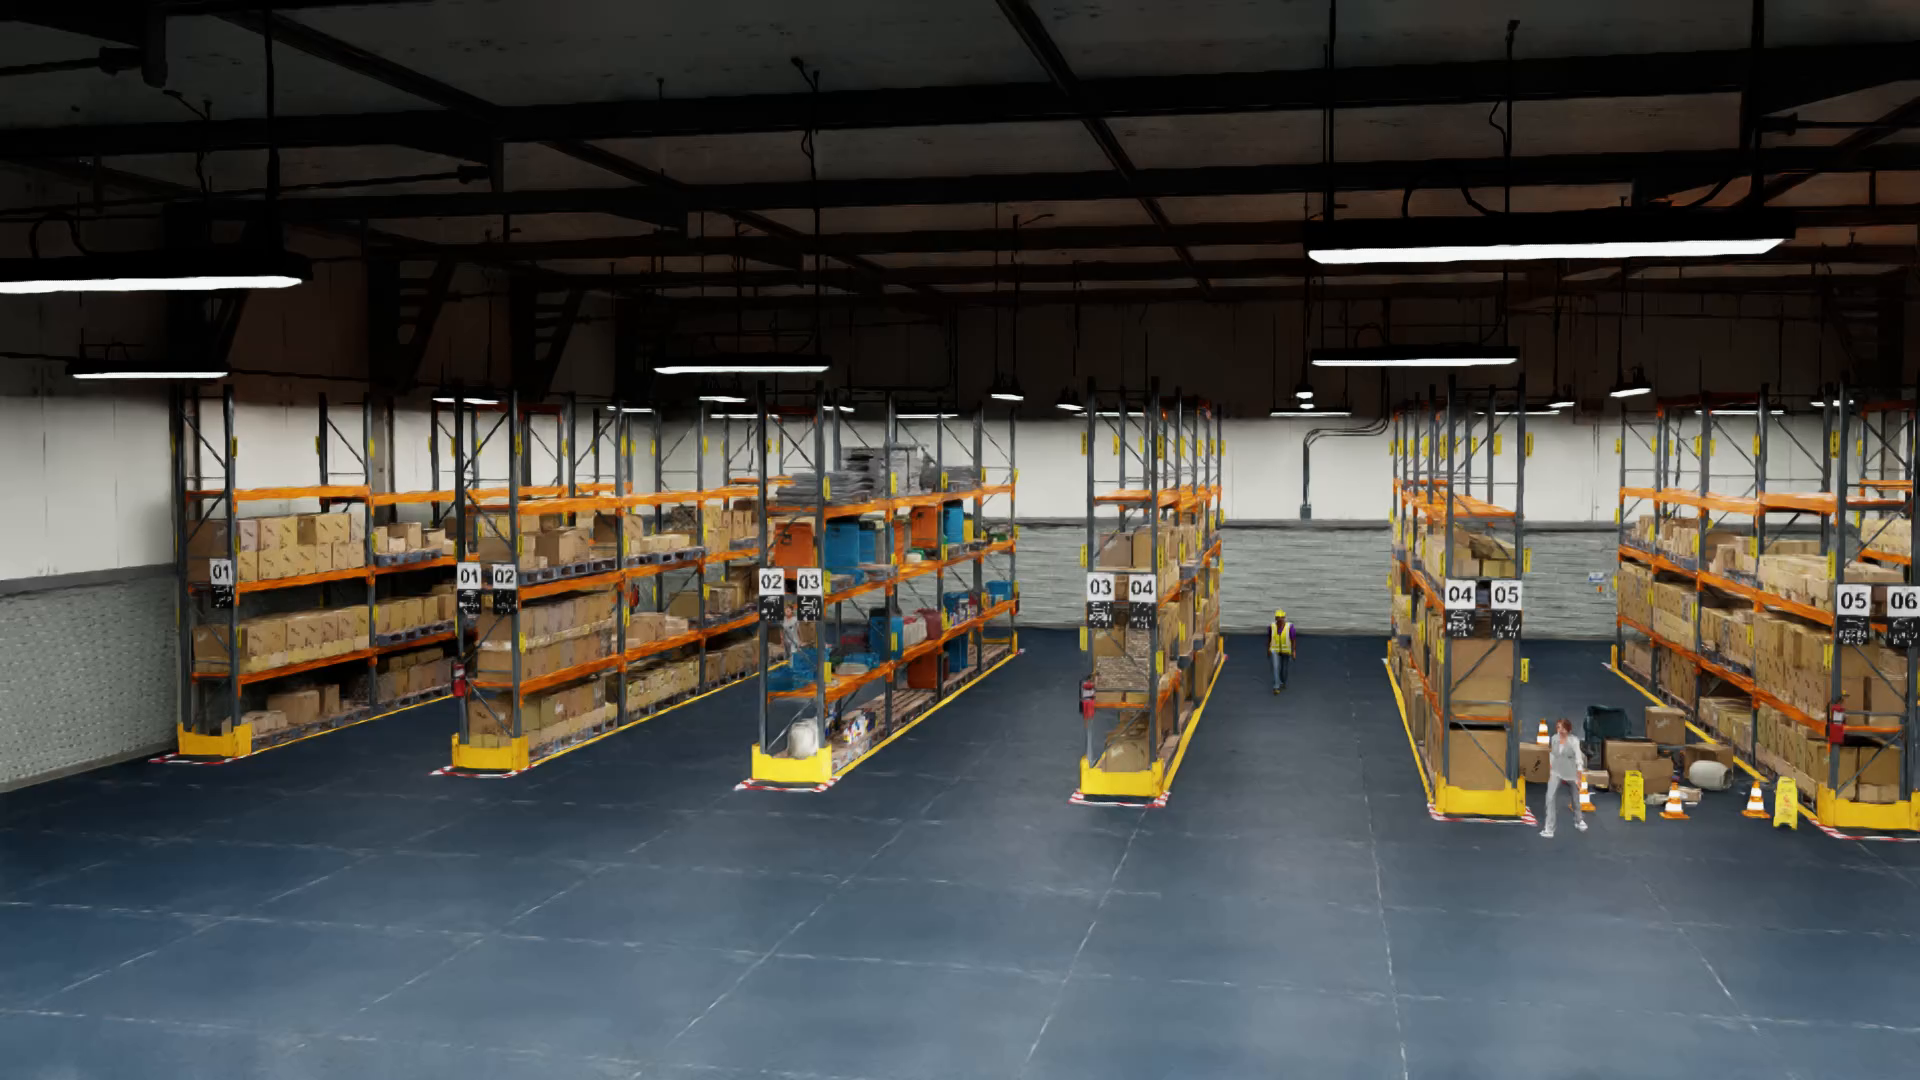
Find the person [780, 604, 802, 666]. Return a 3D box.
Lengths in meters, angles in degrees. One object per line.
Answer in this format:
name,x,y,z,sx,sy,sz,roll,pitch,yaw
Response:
person,-3.693,2.175,36.016,0.446,1.590,1.110,1,3,14

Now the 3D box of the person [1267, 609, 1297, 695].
person,6.534,2.257,33.772,0.591,1.716,1.042,1,3,11

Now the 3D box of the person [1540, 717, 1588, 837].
person,7.800,3.029,21.415,0.456,1.534,0.883,2,4,36
